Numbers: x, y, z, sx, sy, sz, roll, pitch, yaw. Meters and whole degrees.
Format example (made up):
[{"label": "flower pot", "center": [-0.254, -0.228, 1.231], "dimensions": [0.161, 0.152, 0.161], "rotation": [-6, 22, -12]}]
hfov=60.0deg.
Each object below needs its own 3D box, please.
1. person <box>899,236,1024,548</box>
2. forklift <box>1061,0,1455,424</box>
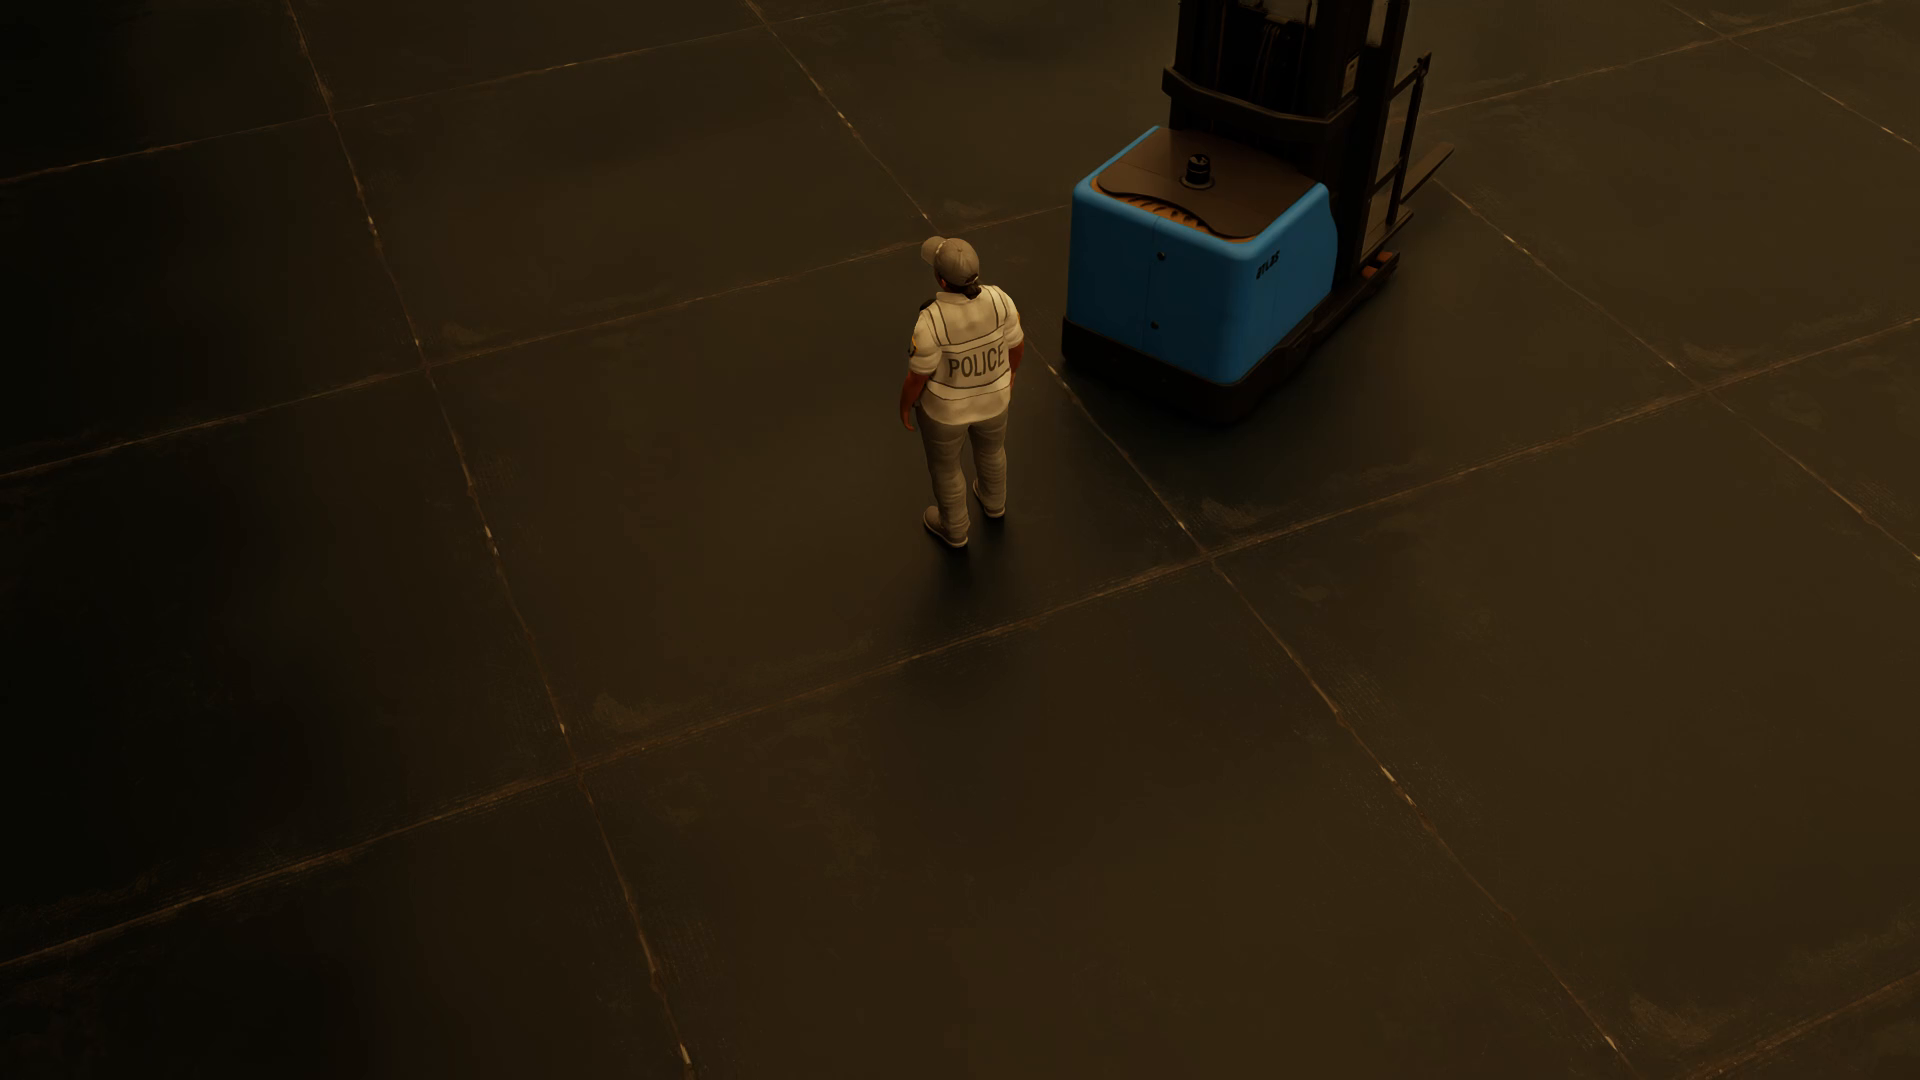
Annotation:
[{"label": "person", "center": [-0.011, -0.668, 7.313], "dimensions": [0.598, 1.670, 0.529], "rotation": [-18, 46, -18]}, {"label": "forklift", "center": [1.822, -2.615, 8.482], "dimensions": [1.130, 2.935, 3.031], "rotation": [27, 49, 26]}]
